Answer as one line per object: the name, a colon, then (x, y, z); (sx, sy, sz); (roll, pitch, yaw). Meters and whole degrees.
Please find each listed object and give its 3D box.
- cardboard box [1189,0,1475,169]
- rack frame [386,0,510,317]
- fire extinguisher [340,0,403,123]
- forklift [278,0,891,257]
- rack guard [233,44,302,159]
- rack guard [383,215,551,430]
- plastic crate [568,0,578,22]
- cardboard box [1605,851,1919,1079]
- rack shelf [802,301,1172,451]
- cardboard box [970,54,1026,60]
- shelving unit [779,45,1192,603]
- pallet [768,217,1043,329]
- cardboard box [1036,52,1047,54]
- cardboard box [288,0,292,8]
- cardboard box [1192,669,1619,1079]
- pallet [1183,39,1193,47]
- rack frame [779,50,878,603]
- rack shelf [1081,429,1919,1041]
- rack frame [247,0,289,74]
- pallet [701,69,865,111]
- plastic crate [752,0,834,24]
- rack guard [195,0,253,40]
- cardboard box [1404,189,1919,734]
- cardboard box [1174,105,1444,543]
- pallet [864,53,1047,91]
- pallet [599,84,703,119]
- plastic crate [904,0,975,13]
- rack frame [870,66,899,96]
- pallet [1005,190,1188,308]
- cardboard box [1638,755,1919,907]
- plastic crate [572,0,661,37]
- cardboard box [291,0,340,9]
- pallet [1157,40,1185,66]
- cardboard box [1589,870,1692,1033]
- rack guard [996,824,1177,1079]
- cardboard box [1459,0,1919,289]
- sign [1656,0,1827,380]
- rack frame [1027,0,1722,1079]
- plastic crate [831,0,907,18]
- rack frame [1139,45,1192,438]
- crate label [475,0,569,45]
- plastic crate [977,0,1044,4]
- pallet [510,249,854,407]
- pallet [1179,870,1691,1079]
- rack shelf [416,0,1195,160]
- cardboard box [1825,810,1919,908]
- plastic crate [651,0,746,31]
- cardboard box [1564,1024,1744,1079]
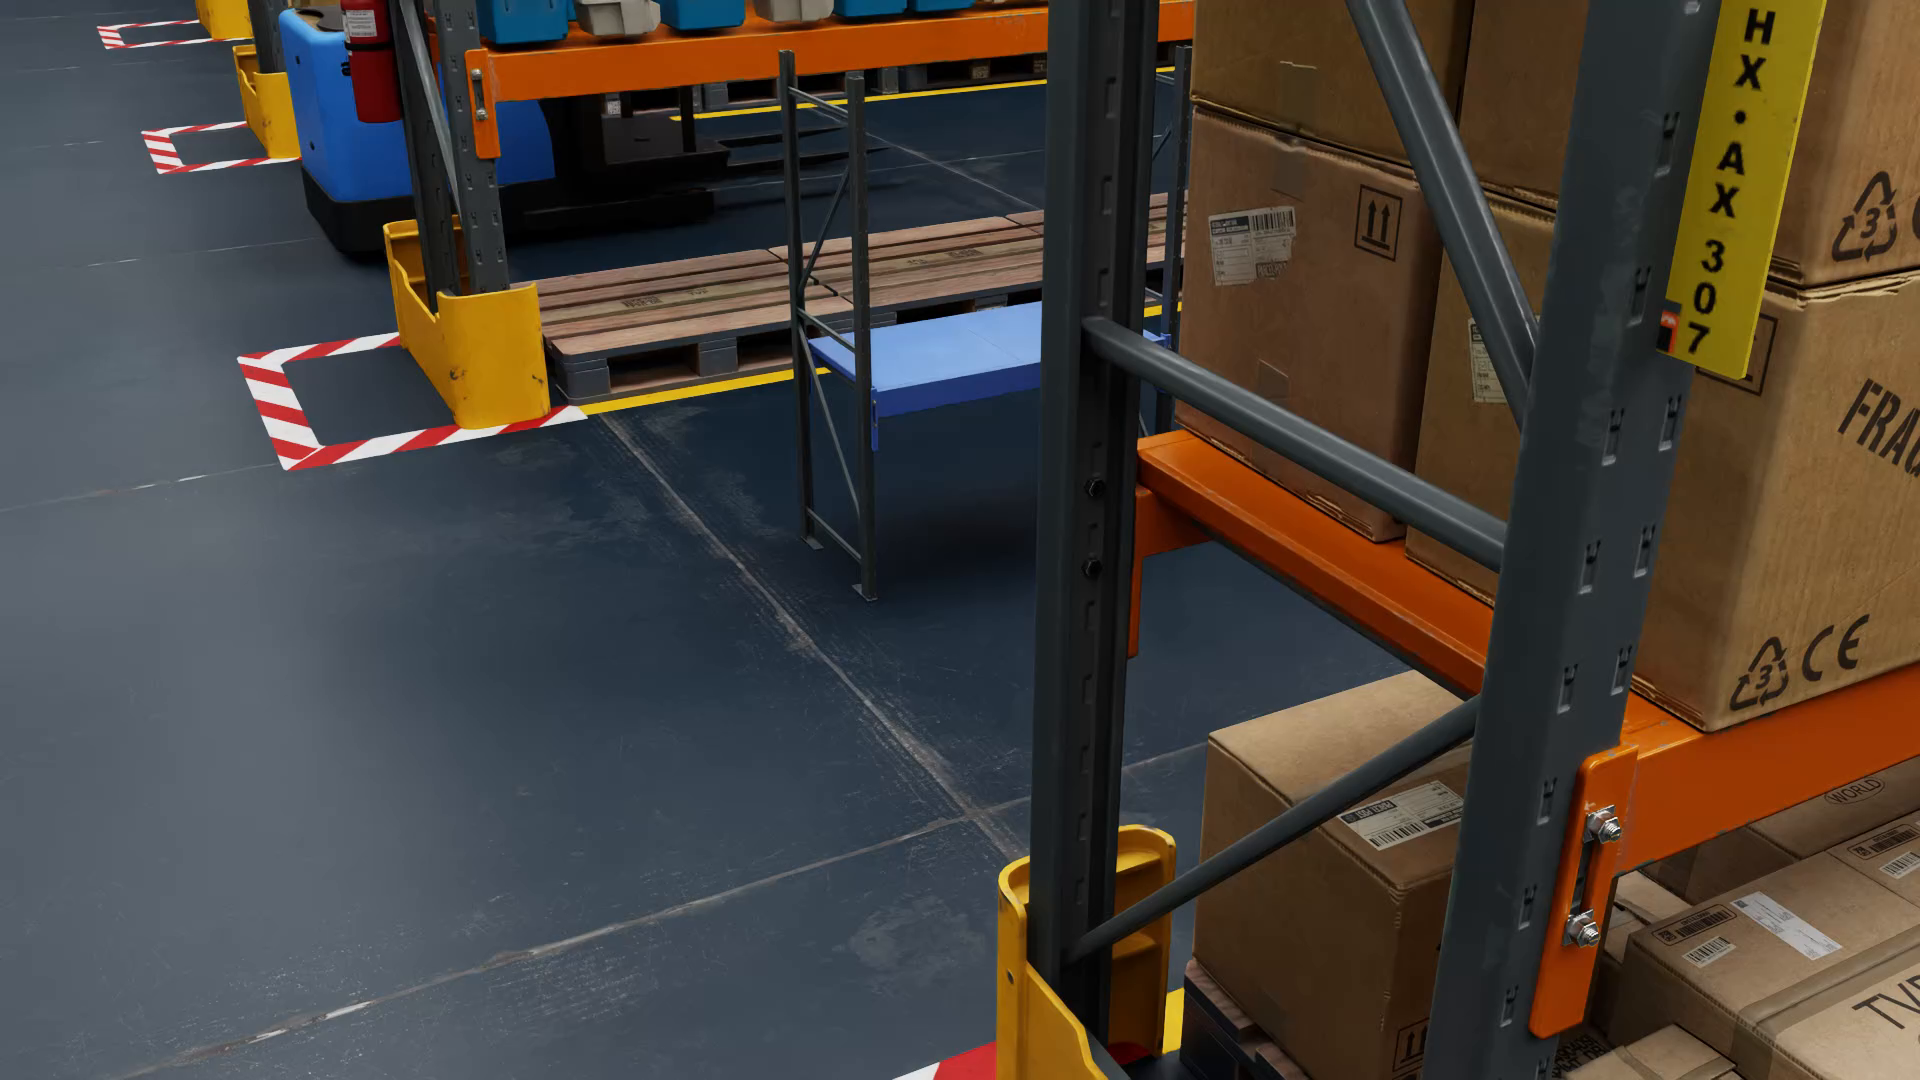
cardboard box: (0.666, -0.813, 2.206); (0.500, 0.500, 0.500); (-13, 29, -26)
rack frame: (-1.925, -2.014, 5.979); (0.127, 3.000, 1.000); (-13, 29, -25)
fire extinguisher: (-2.272, -1.954, 6.374); (0.183, 0.674, 0.296); (-13, 29, -25)
forklift: (-1.867, -3.134, 8.391); (3.031, 2.935, 1.130); (-14, 29, -26)
rack guard: (-4.277, -2.774, 10.449); (0.348, 0.500, 1.175); (-13, 29, -25)
rack guard: (-1.940, -0.877, 6.499); (0.348, 0.500, 1.175); (-13, 29, -25)
plastic crate: (-1.717, -2.196, 6.249); (0.499, 0.435, 0.616); (-13, 29, -25)
cardboard box: (1.457, 0.816, 2.754); (0.500, 0.250, 0.500); (-13, 29, -25)
rack shelf: (0.075, -0.531, 5.039); (1.000, 0.185, 0.538); (-13, 29, -25)
cardboard box: (-0.171, -4.089, 12.272); (0.875, 0.875, 1.225); (-13, 29, -25)
shelving unit: (0.075, -0.693, 4.962); (1.048, 1.500, 0.538); (-13, 29, -25)
pallet: (-0.104, -1.157, 7.415); (1.213, 0.211, 1.003); (-13, 29, -25)
cardboard box: (0.618, -4.272, 12.651); (0.875, 0.875, 1.225); (-14, 29, -27)
cardboard box: (-5.887, -4.709, 14.400); (0.250, 0.149, 0.380); (-12, 28, -24)
cardboard box: (0.767, 0.602, 2.909); (0.500, 0.500, 0.500); (-13, 29, -25)
pallet: (2.073, -4.146, 13.641); (1.213, 0.211, 1.003); (-13, 29, -25)
rack frame: (-0.373, -0.590, 4.746); (0.032, 1.500, 0.500); (-13, 29, -25)
rack shelf: (2.168, -0.204, 3.041); (4.000, 0.370, 1.077); (-13, 29, -25)
rack frame: (-4.255, -3.905, 9.918); (0.127, 3.000, 1.000); (-13, 29, -25)
pallet: (-1.434, -3.338, 11.958); (1.213, 0.211, 1.003); (-13, 29, -25)
plastic crate: (-0.631, -2.018, 6.224); (0.298, 0.136, 0.250); (-13, 29, -25)
rack guard: (-6.433, -4.709, 14.480); (0.348, 0.500, 1.175); (-13, 29, -25)
cardboard box: (0.919, -0.156, 1.994); (0.500, 0.500, 0.500); (-12, 28, -24)
cardboard box: (0.670, -0.362, 2.422); (0.500, 0.500, 0.500); (-12, 28, -24)
pallet: (-0.080, -3.649, 12.606); (1.213, 0.211, 1.003); (-13, 29, -25)
pallet: (-2.511, -3.088, 11.437); (1.213, 0.211, 1.003); (-13, 29, -25)
plastic crate: (-0.125, -2.219, 6.531); (0.300, 0.233, 0.416); (-13, 29, -25)
rack frame: (-0.726, -4.720, 11.615); (0.127, 3.000, 1.000); (-13, 29, -25)
pallet: (0.974, -1.407, 7.936); (1.213, 0.211, 1.003); (-13, 29, -25)
cardboard box: (1.619, 0.533, 3.343); (0.500, 0.250, 0.500); (-13, 29, -25)
plastic crate: (-1.230, -1.880, 5.936); (0.298, 0.136, 0.250); (-13, 29, -25)
cardboard box: (-3.728, -3.298, 10.622); (0.875, 0.875, 0.875); (-13, 29, -25)
pallet: (0.997, -3.899, 13.127); (1.213, 0.211, 1.003); (-13, 29, -25)
cardboard box: (1.166, 0.705, 3.082); (0.250, 0.166, 0.380); (-13, 29, -25)
rack guard: (0.470, 0.990, 2.610); (0.348, 0.500, 1.175); (-13, 29, -25)
cardboard box: (0.919, -0.607, 1.777); (0.500, 0.500, 0.500); (-12, 28, -24)
sign: (0.658, -0.304, 1.418); (0.005, 0.325, 0.100); (-13, 29, -25)
rack frame: (0.404, -0.120, 2.034); (0.053, 2.616, 0.949); (-13, 29, -25)
plastic crate: (-0.390, -2.158, 6.403); (0.300, 0.233, 0.416); (-13, 29, -25)
rack frame: (0.524, -0.797, 5.177); (0.032, 1.500, 0.500); (-13, 29, -25)
crate label: (-1.552, -1.890, 5.845); (0.303, 0.233, 0.416); (-13, 29, -25)
plastic crate: (0.210, -2.267, 6.742); (0.466, 0.136, 0.293); (-13, 29, -25)
pallet: (-1.179, -0.910, 6.901); (1.213, 0.211, 1.003); (-13, 29, -25)
pallet: (1.173, 0.958, 3.012); (1.213, 0.211, 1.003); (-13, 29, -25)
rack shelf: (-0.160, -2.097, 6.983); (4.000, 0.370, 1.077); (-13, 29, -25)
cardboard box: (1.899, 0.714, 2.966); (0.500, 0.250, 0.500); (-13, 29, -25)
plastic crate: (-0.971, -2.024, 6.124); (0.300, 0.233, 0.416); (-13, 29, -25)
cardboard box: (1.155, 0.953, 2.565); (0.250, 0.166, 0.380); (-13, 29, -25)
